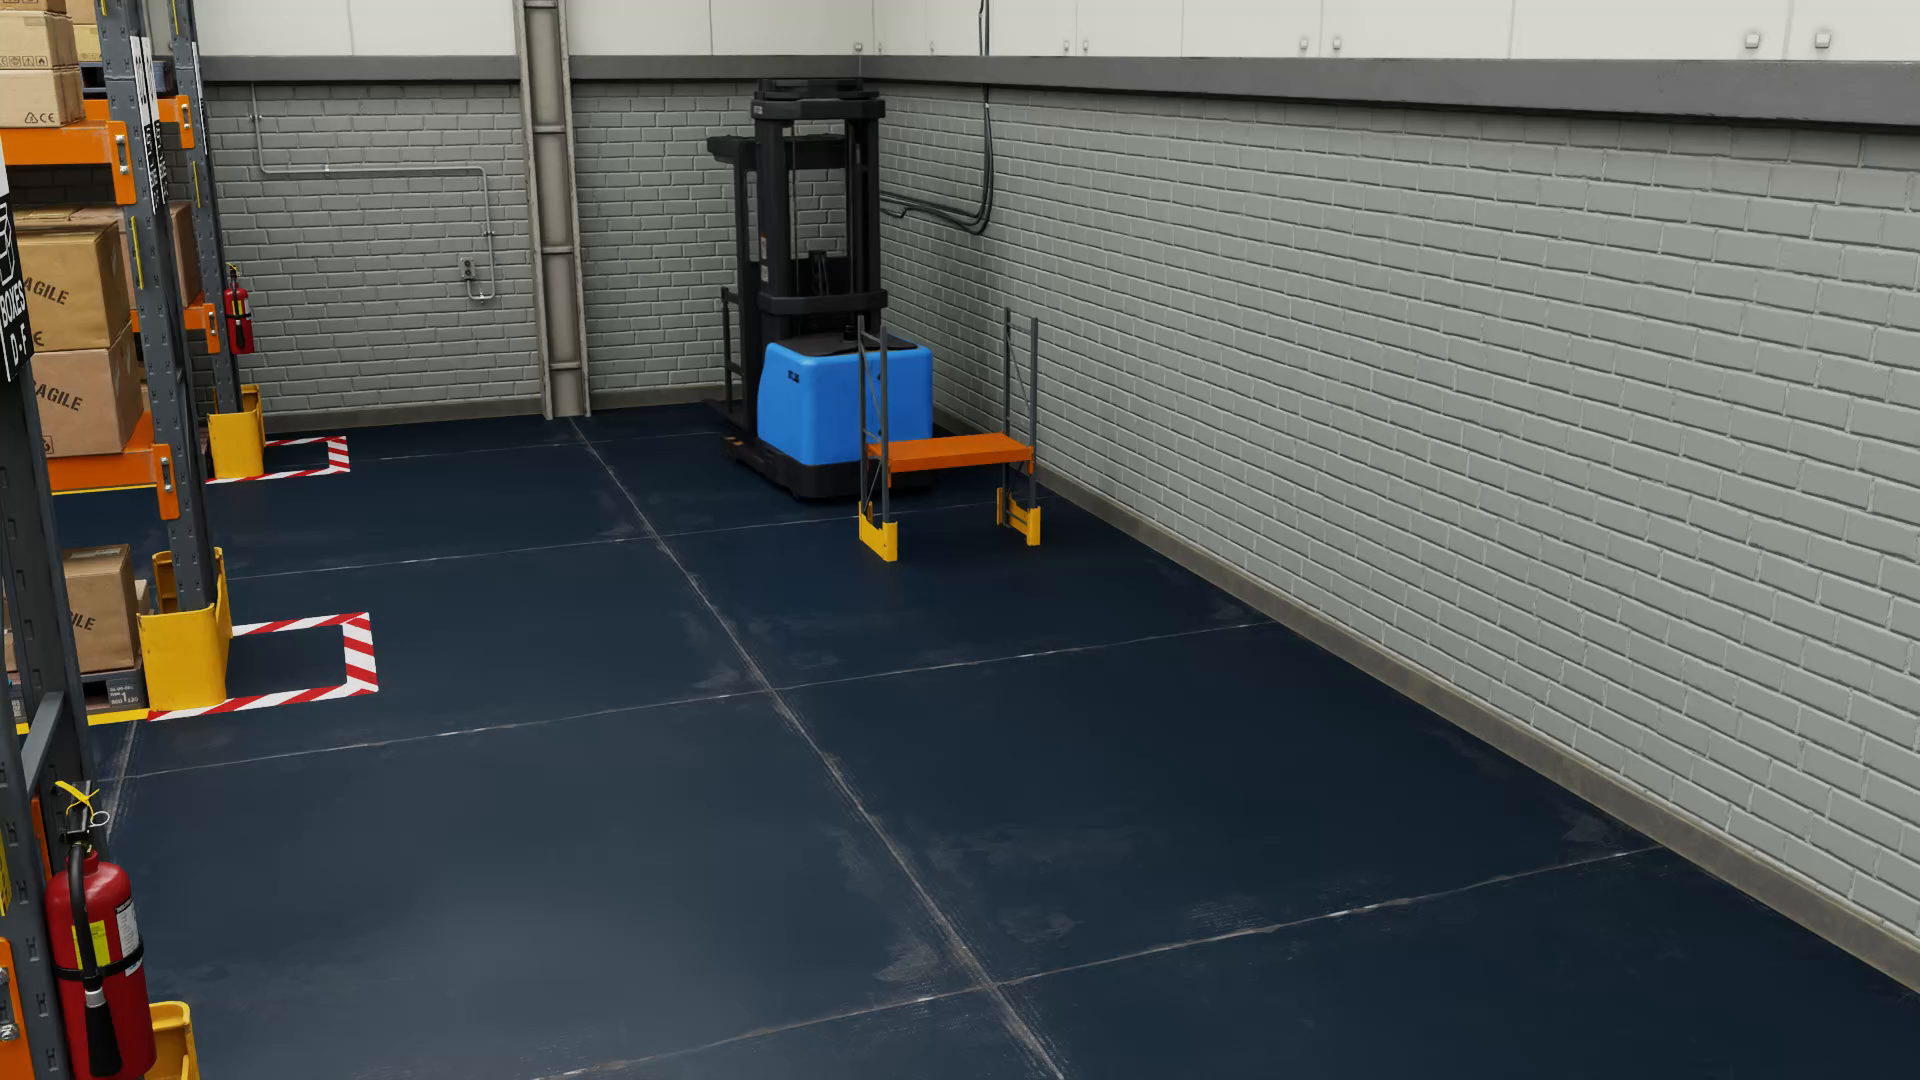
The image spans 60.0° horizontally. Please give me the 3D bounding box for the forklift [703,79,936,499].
[{"bbox_3d":[-1.277,-2.071,12.947,1.130,2.935,3.031,-8,18,-25],"label":"forklift"}]

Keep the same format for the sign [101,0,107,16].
[{"bbox_3d":[-3.786,-2.478,7.318,0.005,0.325,0.100,-6,17,-20],"label":"sign"}]

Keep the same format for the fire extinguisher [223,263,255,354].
[{"bbox_3d":[-5.436,-1.743,12.508,0.183,0.674,0.296,-6,17,-20],"label":"fire extinguisher"}]

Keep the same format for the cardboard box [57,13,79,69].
[{"bbox_3d":[-4.539,-2.386,7.954,0.500,0.250,0.500,-6,17,-20],"label":"cardboard box"}]

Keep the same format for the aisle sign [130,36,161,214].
[{"bbox_3d":[-3.793,-1.936,7.752,0.004,0.787,0.394,-6,17,-20],"label":"aisle sign"}]

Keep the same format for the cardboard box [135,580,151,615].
[{"bbox_3d":[-4.480,0.347,8.873,0.250,0.149,0.380,-6,17,-20],"label":"cardboard box"}]

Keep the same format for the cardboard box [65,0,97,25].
[{"bbox_3d":[-6.328,-3.896,11.730,0.500,0.500,0.500,-6,17,-20],"label":"cardboard box"}]

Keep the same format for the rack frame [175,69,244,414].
[{"bbox_3d":[-5.742,-2.065,12.806,0.127,3.000,1.000,-6,17,-20],"label":"rack frame"}]

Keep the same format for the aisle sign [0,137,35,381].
[{"bbox_3d":[-2.237,-0.791,3.854,0.004,0.787,0.394,-6,17,-20],"label":"aisle sign"}]

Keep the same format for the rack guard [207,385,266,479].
[{"bbox_3d":[-5.720,-0.868,13.167,0.348,0.500,1.175,-6,17,-20],"label":"rack guard"}]

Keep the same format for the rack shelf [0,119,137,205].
[{"bbox_3d":[-5.834,-1.654,7.361,4.000,0.370,1.077,-6,17,-20],"label":"rack shelf"}]

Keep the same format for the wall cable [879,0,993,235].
[{"bbox_3d":[-0.333,-3.930,14.020,0.112,2.526,3.097,-6,17,-20],"label":"wall cable"}]

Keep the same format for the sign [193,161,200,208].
[{"bbox_3d":[-5.561,-2.590,12.119,0.005,0.325,0.100,-6,17,-20],"label":"sign"}]

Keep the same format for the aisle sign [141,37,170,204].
[{"bbox_3d":[-4.008,-2.093,8.289,0.004,0.787,0.394,-6,17,-20],"label":"aisle sign"}]

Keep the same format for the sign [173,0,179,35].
[{"bbox_3d":[-5.561,-3.747,11.779,0.005,0.325,0.100,-6,17,-20],"label":"sign"}]

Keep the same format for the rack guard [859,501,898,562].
[{"bbox_3d":[-0.536,-0.062,10.866,0.087,0.250,0.587,-6,17,-20],"label":"rack guard"}]

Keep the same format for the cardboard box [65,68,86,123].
[{"bbox_3d":[-4.537,-2.144,8.019,0.500,0.250,0.500,-6,17,-20],"label":"cardboard box"}]

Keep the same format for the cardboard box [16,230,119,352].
[{"bbox_3d":[-4.284,-1.172,7.815,0.500,0.500,0.500,-6,18,-21],"label":"cardboard box"}]

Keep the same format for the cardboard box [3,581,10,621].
[{"bbox_3d":[-5.043,0.377,8.590,0.500,0.250,0.500,-6,17,-20],"label":"cardboard box"}]

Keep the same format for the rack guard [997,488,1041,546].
[{"bbox_3d":[0.394,-0.162,11.208,0.087,0.250,0.587,-6,17,-20],"label":"rack guard"}]

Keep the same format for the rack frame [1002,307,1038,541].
[{"bbox_3d":[0.395,-0.762,11.032,0.032,1.500,0.500,-6,17,-20],"label":"rack frame"}]

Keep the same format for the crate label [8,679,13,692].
[{"bbox_3d":[-2.546,0.532,4.155,0.303,0.233,0.416,-6,17,-20],"label":"crate label"}]

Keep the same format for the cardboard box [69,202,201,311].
[{"bbox_3d":[-6.215,-2.155,12.580,0.700,0.700,0.980,-5,17,-18],"label":"cardboard box"}]

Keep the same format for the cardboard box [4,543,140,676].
[{"bbox_3d":[-4.386,0.346,8.252,0.500,0.500,0.500,-6,17,-20],"label":"cardboard box"}]

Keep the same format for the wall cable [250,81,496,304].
[{"bbox_3d":[-4.885,-2.930,13.950,1.851,1.984,0.084,-6,17,-20],"label":"wall cable"}]

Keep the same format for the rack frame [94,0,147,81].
[{"bbox_3d":[-3.966,-3.640,7.524,0.127,3.000,1.000,-6,17,-20],"label":"rack frame"}]

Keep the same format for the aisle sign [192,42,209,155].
[{"bbox_3d":[-5.568,-3.241,12.196,0.004,0.787,0.394,-6,17,-20],"label":"aisle sign"}]

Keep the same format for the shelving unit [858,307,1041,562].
[{"bbox_3d":[-0.071,-0.712,10.861,1.083,1.500,0.587,-6,17,-20],"label":"shelving unit"}]

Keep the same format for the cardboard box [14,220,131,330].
[{"bbox_3d":[-4.475,-1.314,8.298,0.500,0.500,0.500,-6,17,-18],"label":"cardboard box"}]

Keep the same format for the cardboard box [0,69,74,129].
[{"bbox_3d":[-4.352,-2.008,7.555,0.500,0.250,0.500,-6,17,-20],"label":"cardboard box"}]

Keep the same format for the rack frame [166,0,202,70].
[{"bbox_3d":[-5.742,-4.943,11.961,0.127,3.000,1.000,-6,17,-20],"label":"rack frame"}]

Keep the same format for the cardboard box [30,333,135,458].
[{"bbox_3d":[-4.287,-0.693,7.957,0.500,0.500,0.500,-6,17,-18],"label":"cardboard box"}]

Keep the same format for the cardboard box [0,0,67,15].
[{"bbox_3d":[-4.440,-2.673,7.601,0.500,0.500,0.700,-6,17,-20],"label":"cardboard box"}]

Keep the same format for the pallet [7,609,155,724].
[{"bbox_3d":[-4.781,0.664,8.461,1.213,0.211,1.003,-6,17,-20],"label":"pallet"}]

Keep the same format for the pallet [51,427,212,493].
[{"bbox_3d":[-6.461,-0.626,12.854,1.213,0.211,1.003,-6,17,-20],"label":"pallet"}]

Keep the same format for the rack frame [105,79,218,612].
[{"bbox_3d":[-3.966,-0.762,8.369,0.127,3.000,1.000,-6,17,-20],"label":"rack frame"}]

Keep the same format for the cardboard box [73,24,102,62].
[{"bbox_3d":[-6.331,-3.538,11.842,0.500,0.250,0.500,-6,17,-18],"label":"cardboard box"}]

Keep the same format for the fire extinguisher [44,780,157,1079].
[{"bbox_3d":[-1.894,0.862,3.638,0.183,0.674,0.296,-6,17,-20],"label":"fire extinguisher"}]

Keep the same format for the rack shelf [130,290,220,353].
[{"bbox_3d":[-7.610,-1.518,12.221,4.000,0.370,1.077,-6,17,-20],"label":"rack shelf"}]

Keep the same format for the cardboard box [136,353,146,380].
[{"bbox_3d":[-6.315,-1.347,12.900,0.250,0.149,0.380,-6,17,-20],"label":"cardboard box"}]

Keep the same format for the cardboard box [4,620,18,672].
[{"bbox_3d":[-4.796,0.523,8.241,0.250,0.166,0.380,-6,17,-20],"label":"cardboard box"}]

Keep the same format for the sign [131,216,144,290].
[{"bbox_3d":[-3.786,-1.321,7.657,0.005,0.325,0.100,-6,17,-20],"label":"sign"}]

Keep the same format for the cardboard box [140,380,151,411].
[{"bbox_3d":[-6.360,-0.970,12.769,0.500,0.500,0.700,-6,17,-20],"label":"cardboard box"}]

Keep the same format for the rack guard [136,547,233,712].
[{"bbox_3d":[-4.037,0.445,8.695,0.348,0.500,1.175,-6,17,-20],"label":"rack guard"}]

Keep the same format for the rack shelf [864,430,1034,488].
[{"bbox_3d":[-0.080,-0.538,10.908,1.000,0.185,0.538,-6,17,-20],"label":"rack shelf"}]

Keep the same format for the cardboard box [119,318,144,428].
[{"bbox_3d":[-4.475,-0.835,8.439,0.500,0.500,0.500,-6,17,-19],"label":"cardboard box"}]

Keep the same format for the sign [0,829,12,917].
[{"bbox_3d":[-1.985,0.607,3.420,0.005,0.325,0.100,-6,17,-20],"label":"sign"}]

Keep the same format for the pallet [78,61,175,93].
[{"bbox_3d":[-6.431,-3.384,12.132,1.213,0.211,1.003,-6,17,-20],"label":"pallet"}]

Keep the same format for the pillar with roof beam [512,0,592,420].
[{"bbox_3d":[-1.990,-4.310,9.806,0.400,9.000,9.100,-6,17,-20],"label":"pillar with roof beam"}]

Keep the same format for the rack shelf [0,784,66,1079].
[{"bbox_3d":[-4.065,1.089,3.345,4.000,0.370,1.077,-6,17,-20],"label":"rack shelf"}]

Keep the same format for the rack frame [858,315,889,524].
[{"bbox_3d":[-0.554,-0.660,10.683,0.032,1.500,0.500,-6,17,-20],"label":"rack frame"}]

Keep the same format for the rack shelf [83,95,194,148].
[{"bbox_3d":[-7.610,-2.957,11.798,4.000,0.370,1.077,-6,17,-20],"label":"rack shelf"}]

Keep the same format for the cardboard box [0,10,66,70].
[{"bbox_3d":[-4.355,-2.250,7.492,0.500,0.250,0.500,-6,17,-20],"label":"cardboard box"}]

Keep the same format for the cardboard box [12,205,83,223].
[{"bbox_3d":[-6.890,-2.078,12.320,0.700,0.700,0.980,-6,18,-21],"label":"cardboard box"}]

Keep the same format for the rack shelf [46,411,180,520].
[{"bbox_3d":[-5.834,-0.215,7.784,4.000,0.370,1.077,-6,17,-20],"label":"rack shelf"}]

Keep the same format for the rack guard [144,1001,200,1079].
[{"bbox_3d":[-2.180,1.735,4.302,0.348,0.500,1.175,-6,17,-20],"label":"rack guard"}]
